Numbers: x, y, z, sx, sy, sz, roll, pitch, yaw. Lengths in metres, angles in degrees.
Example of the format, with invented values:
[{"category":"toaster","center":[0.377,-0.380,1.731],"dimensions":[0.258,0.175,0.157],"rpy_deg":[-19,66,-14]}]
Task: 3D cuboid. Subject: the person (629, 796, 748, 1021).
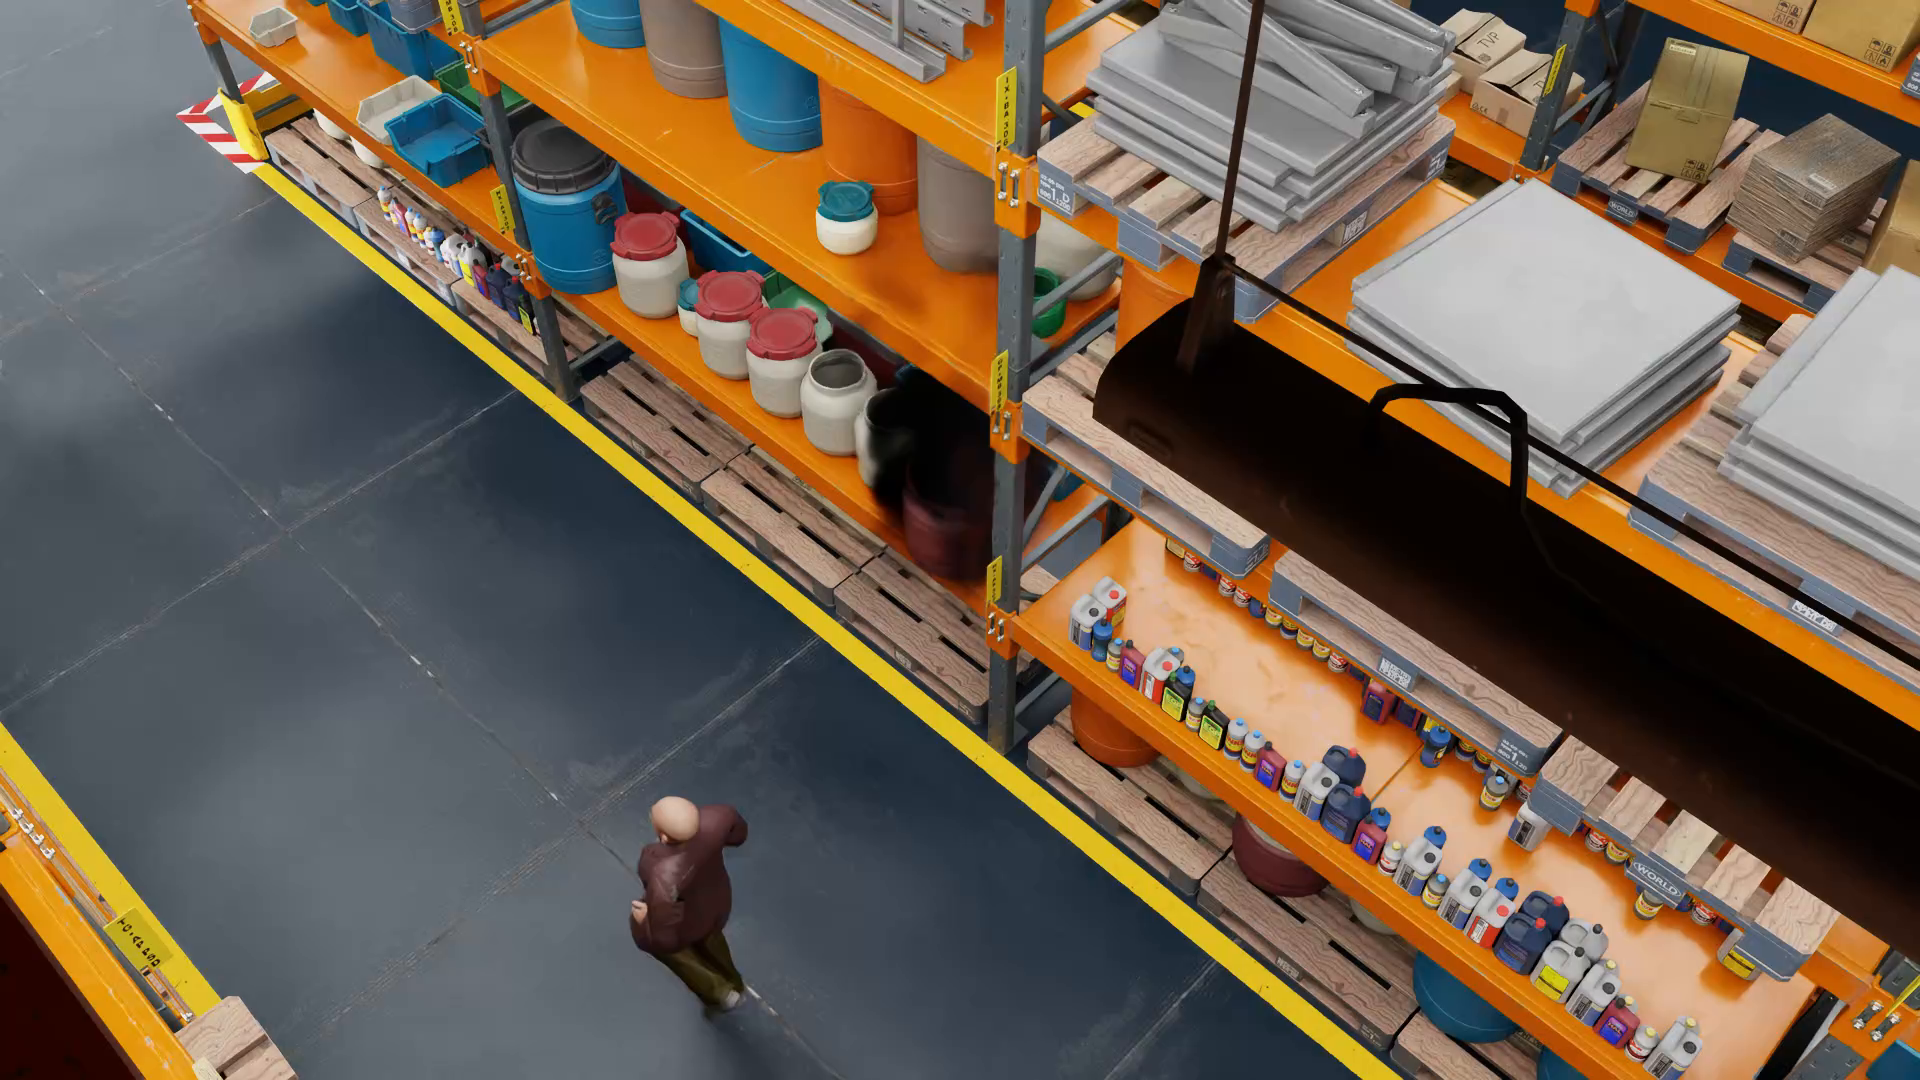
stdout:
[{"category":"person","center":[-1.261,1.624,7.533],"dimensions":[0.616,1.767,0.703],"rpy_deg":[28,56,22]}]
